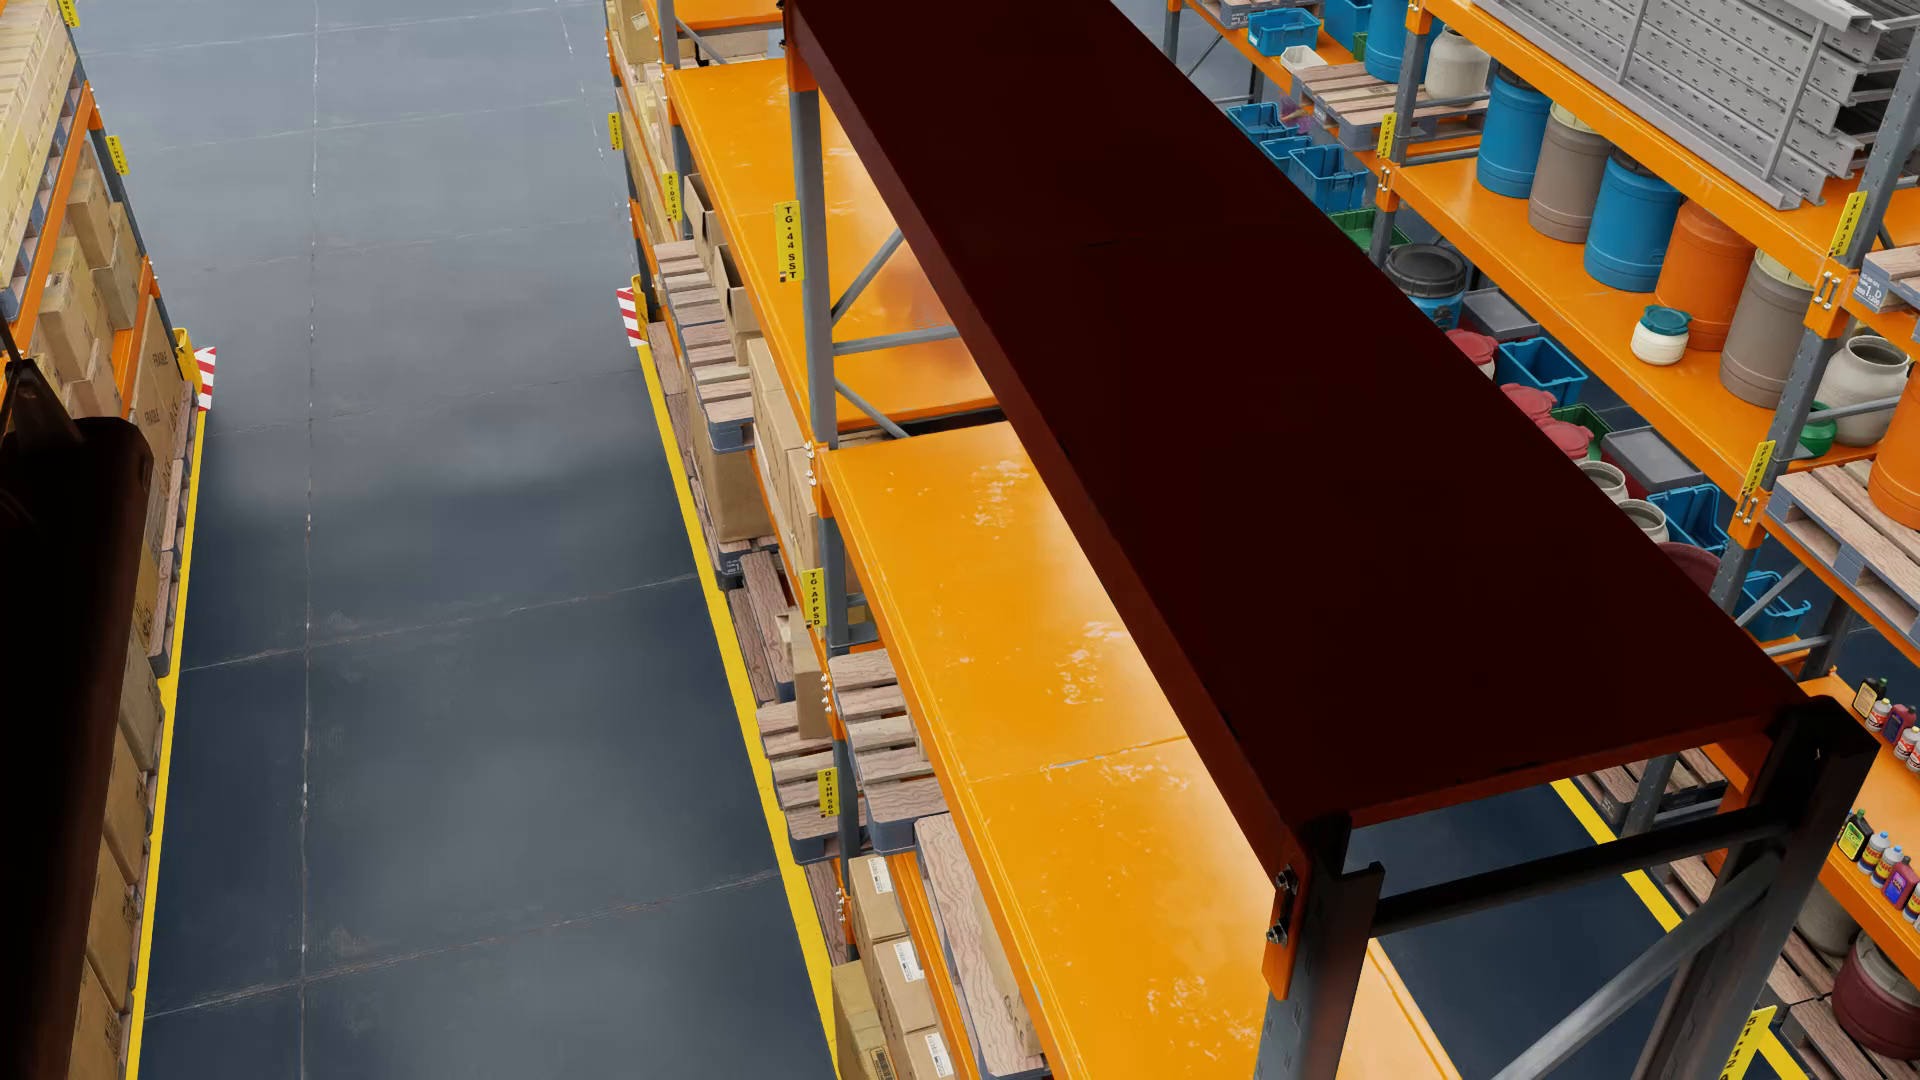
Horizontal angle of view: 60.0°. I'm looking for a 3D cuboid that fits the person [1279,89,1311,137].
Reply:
[{"bbox_3d":[3.468,-4.185,16.868,0.744,1.572,0.526,4,39,5],"label":"person"}]
